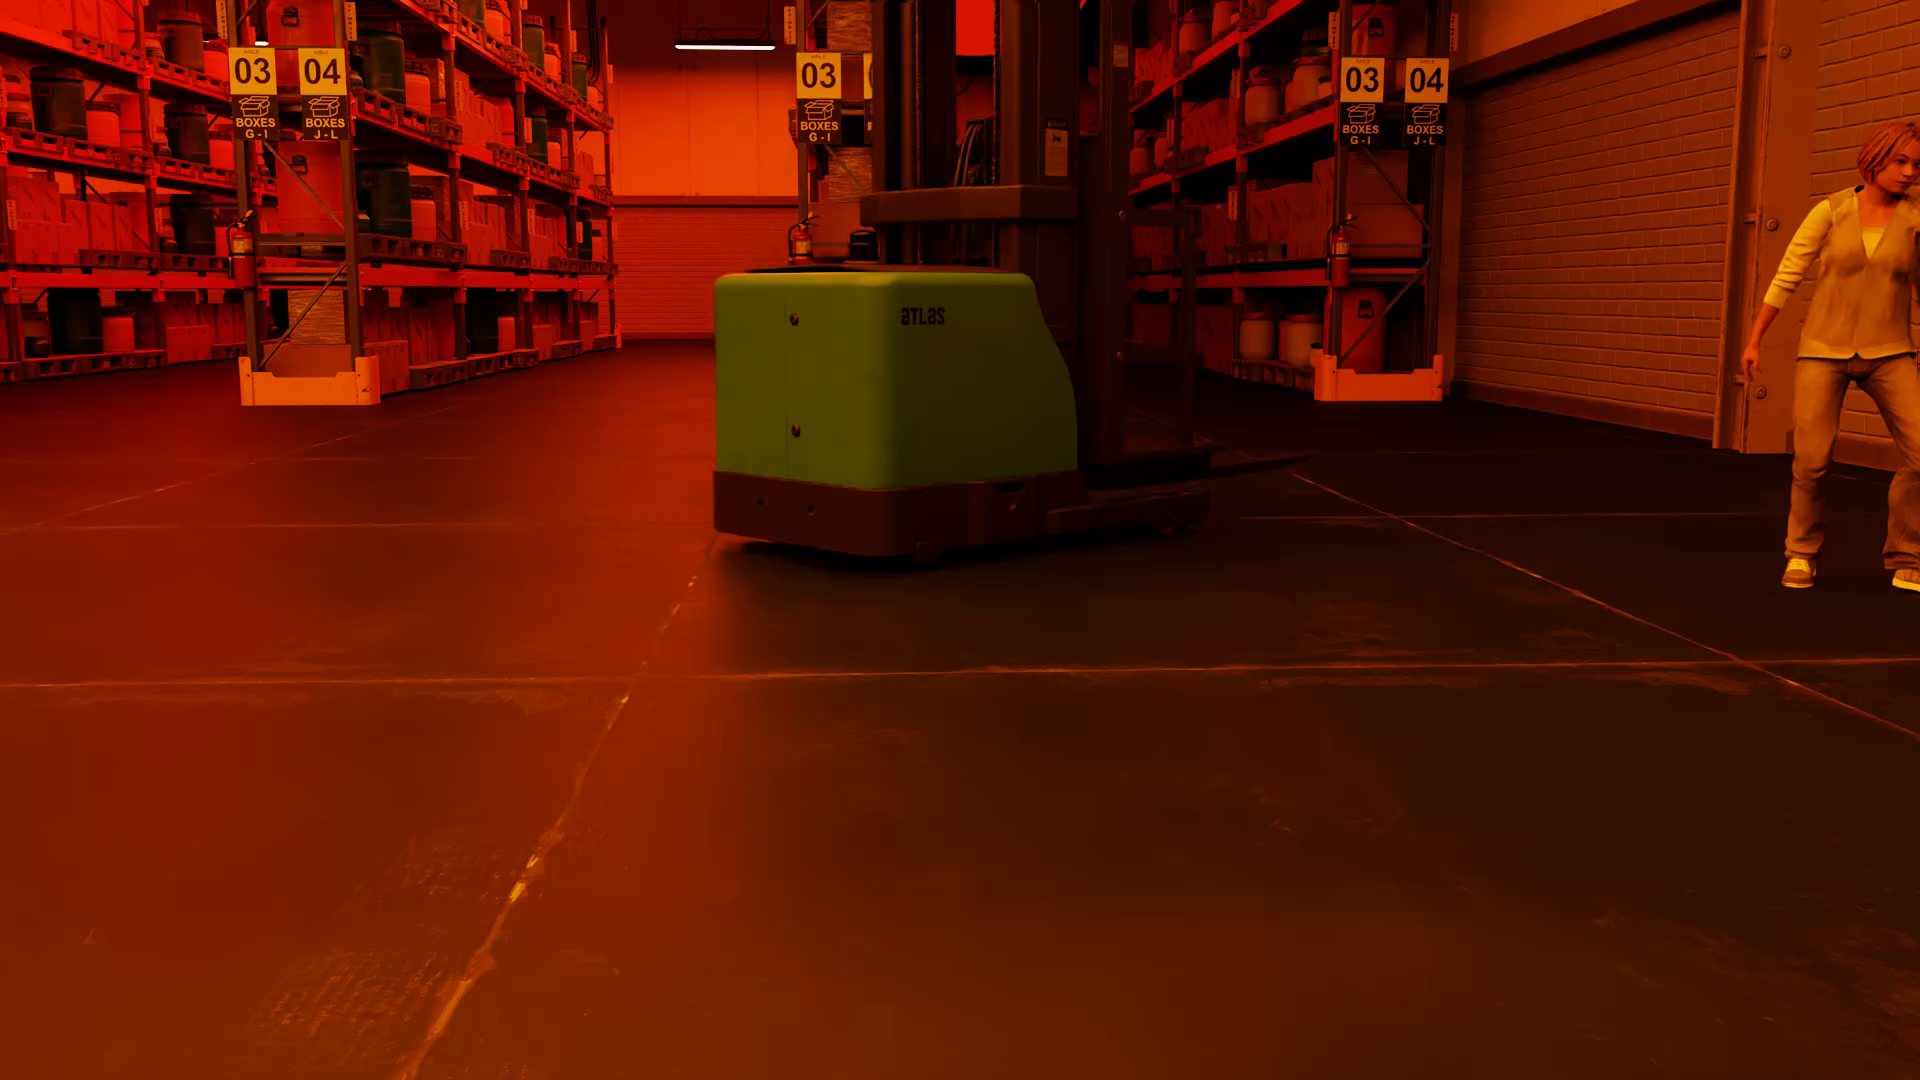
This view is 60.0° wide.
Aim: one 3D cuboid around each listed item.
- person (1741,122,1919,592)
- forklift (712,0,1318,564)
[{"bbox_3d":[3.037,-0.596,5.604,0.731,1.568,0.402,4,9,24],"label":"person"},{"bbox_3d":[0.426,-1.522,7.079,3.031,2.935,1.130,-8,12,-44],"label":"forklift"}]
